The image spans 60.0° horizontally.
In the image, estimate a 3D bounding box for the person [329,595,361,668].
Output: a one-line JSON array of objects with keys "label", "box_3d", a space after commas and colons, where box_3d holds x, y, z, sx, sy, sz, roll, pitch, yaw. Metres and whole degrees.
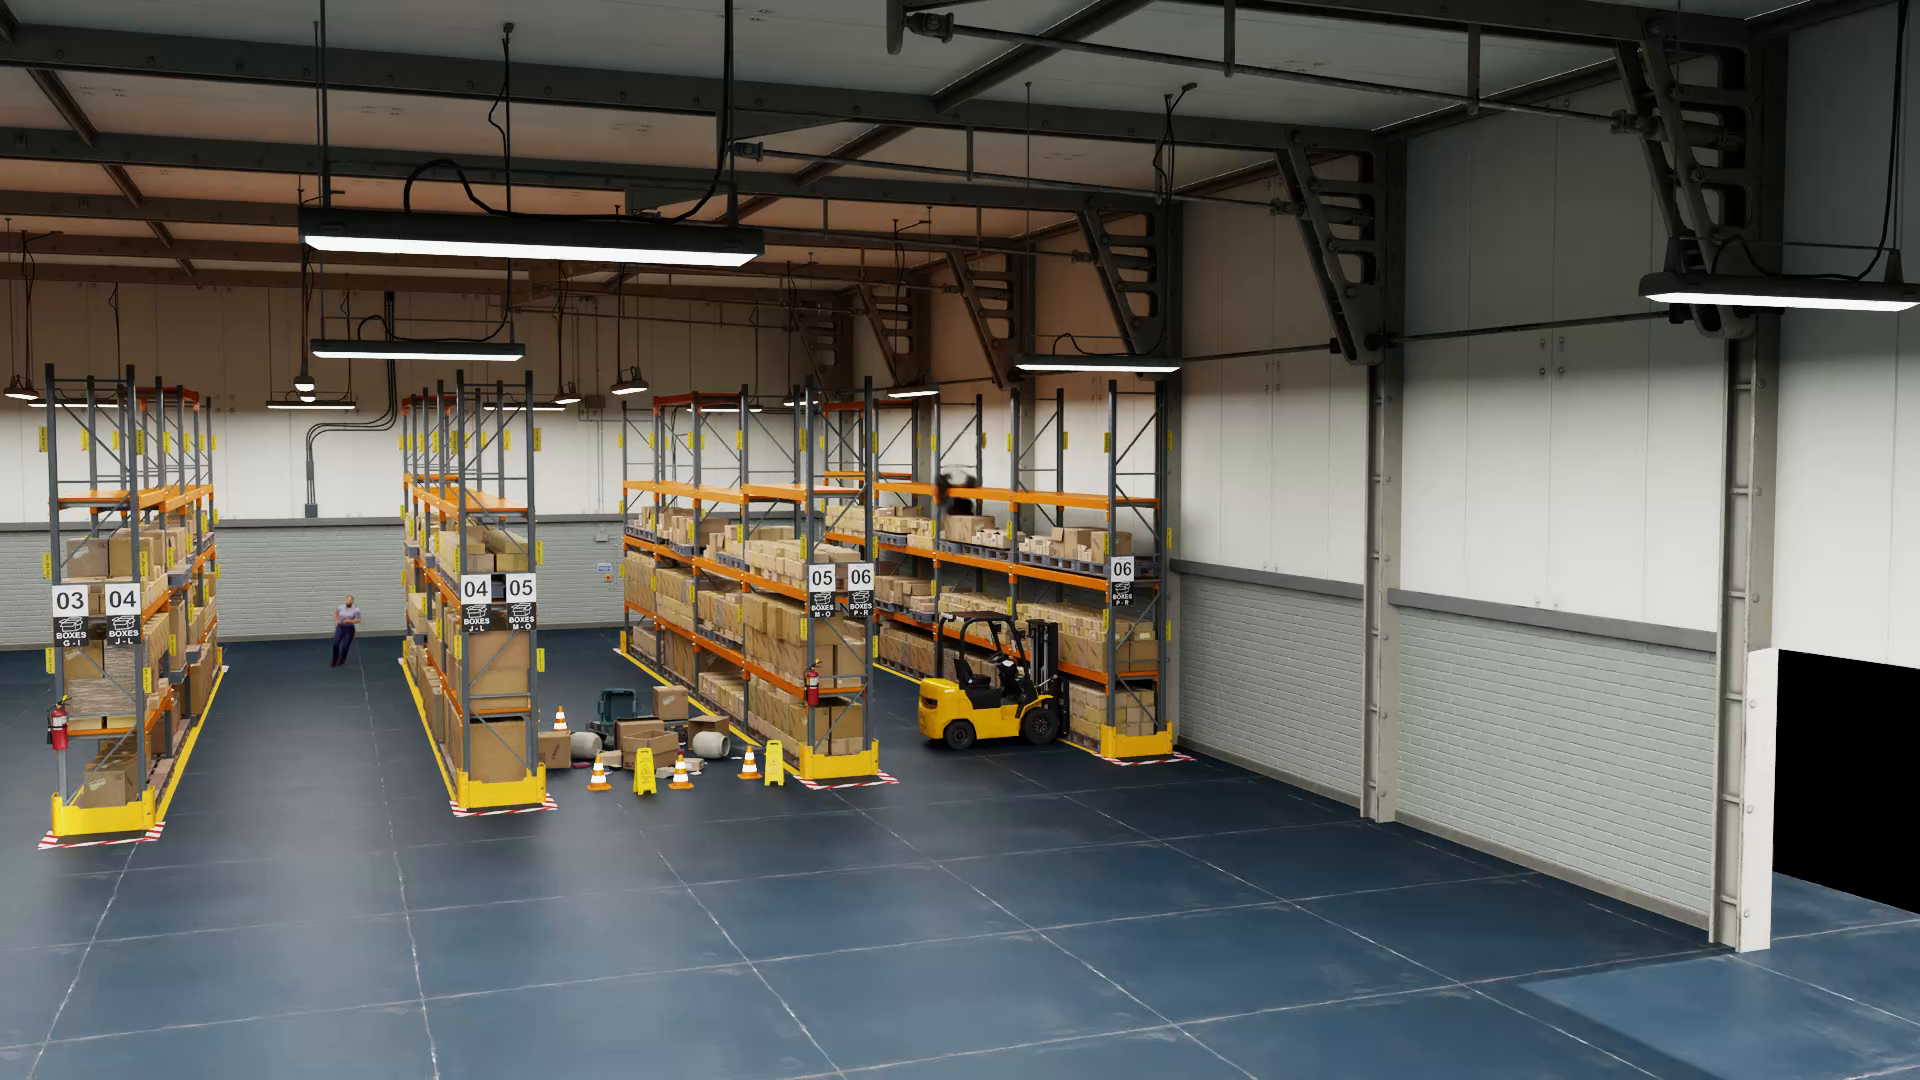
[{"label": "person", "box_3d": [-13.715, 2.045, 37.102, 0.692, 1.640, 0.638, -1, 3, -12]}]
